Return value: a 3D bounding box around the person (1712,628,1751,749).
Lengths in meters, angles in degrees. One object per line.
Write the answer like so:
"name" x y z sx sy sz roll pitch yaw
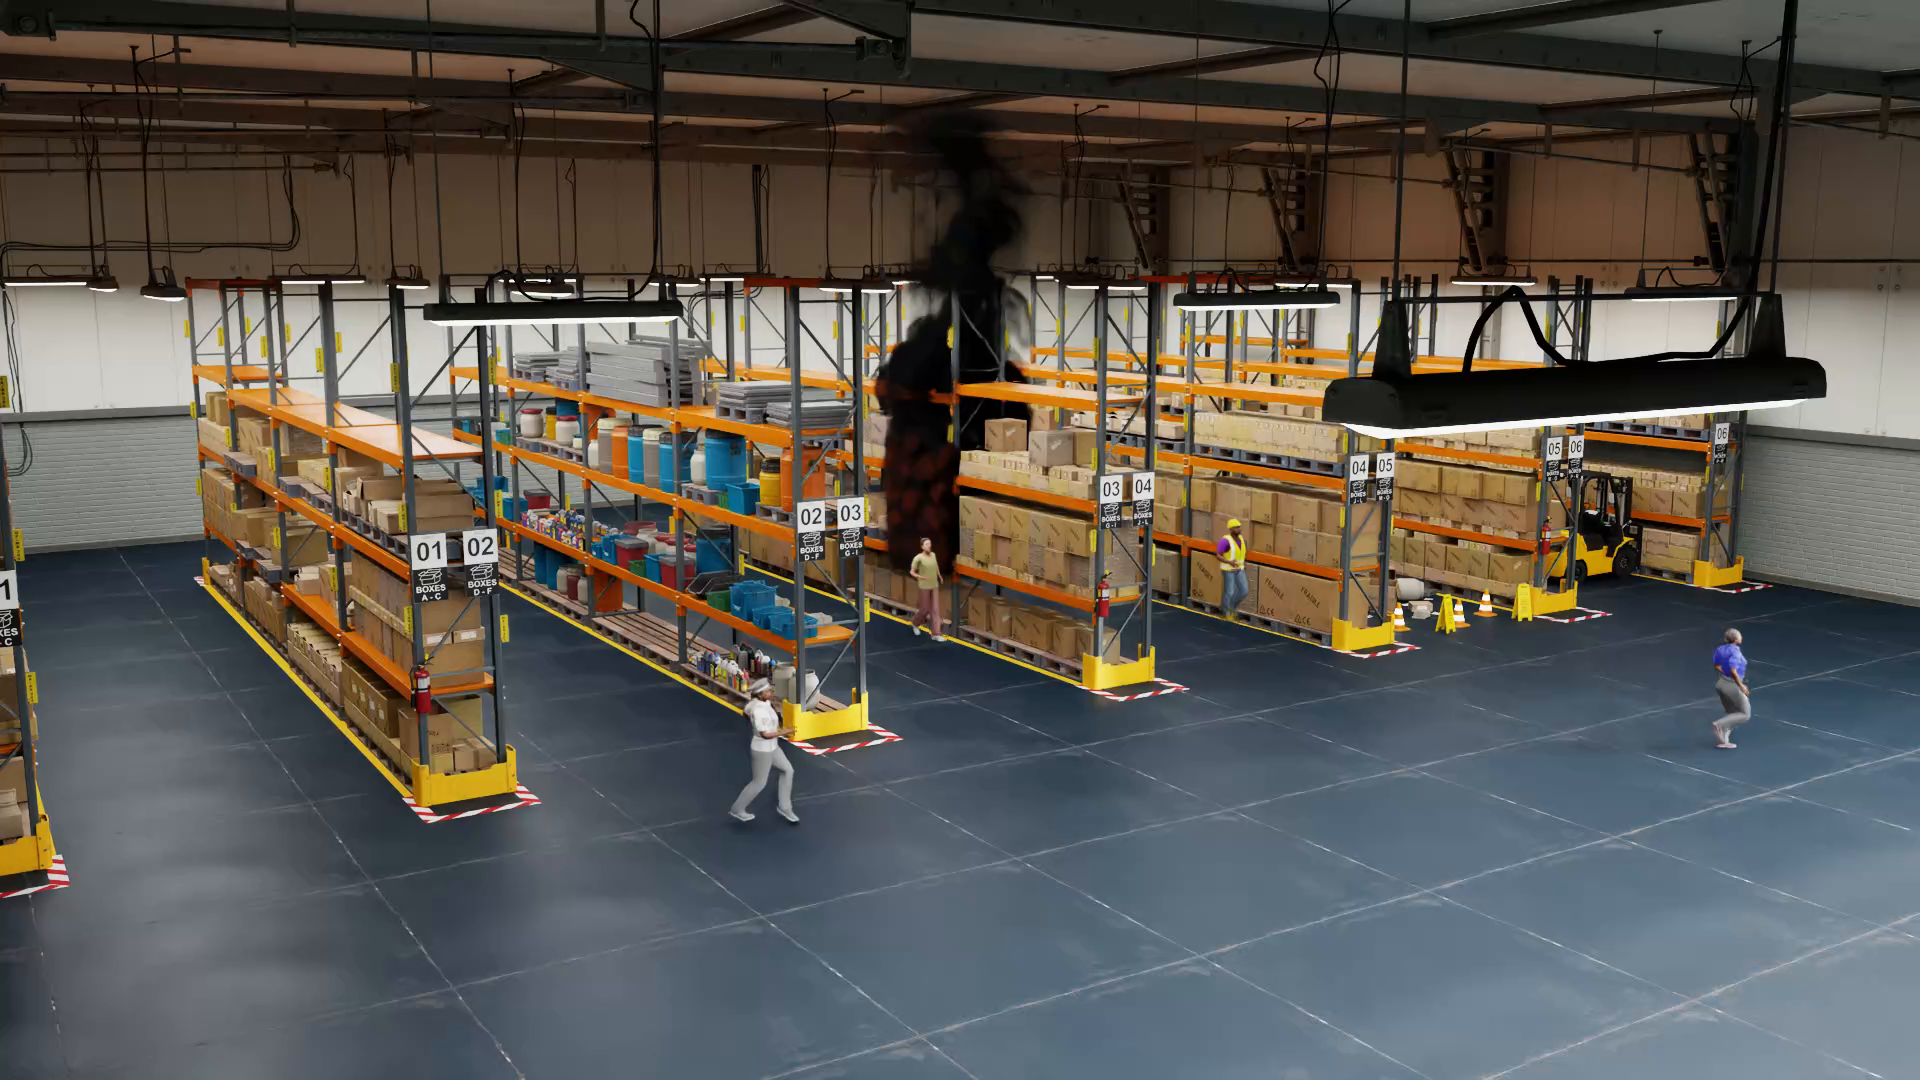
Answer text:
"person" 10.054 1.939 21.688 0.559 1.611 0.575 -1 10 -9

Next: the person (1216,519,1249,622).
"person" 4.616 0.528 27.957 0.700 1.776 0.576 -6 11 -33

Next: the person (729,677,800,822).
"person" -2.226 2.391 18.836 0.779 1.736 0.582 0 10 1

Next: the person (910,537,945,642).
"person" -0.490 0.773 26.652 0.592 1.639 0.884 -6 11 -32
